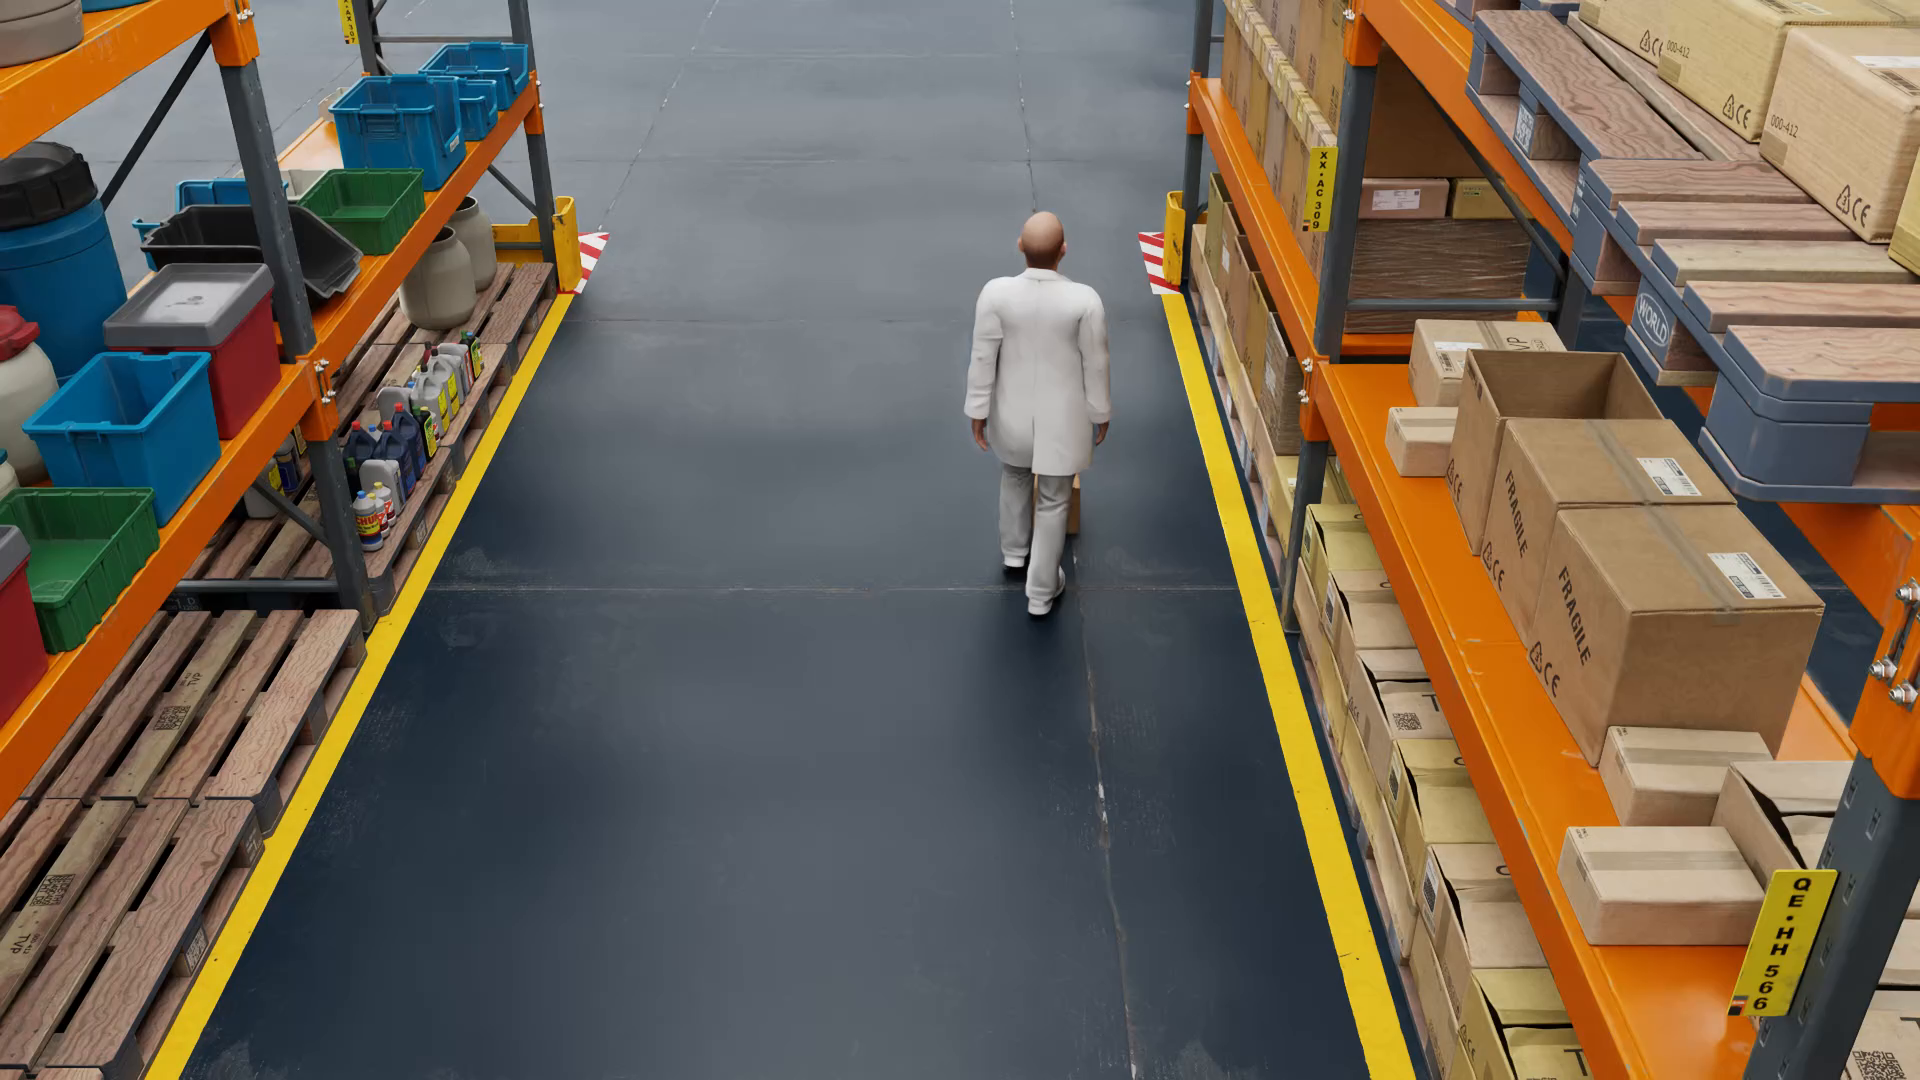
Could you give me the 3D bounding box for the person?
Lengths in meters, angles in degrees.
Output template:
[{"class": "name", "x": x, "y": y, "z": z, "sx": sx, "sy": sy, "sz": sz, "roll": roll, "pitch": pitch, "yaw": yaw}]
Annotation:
[{"class": "person", "x": 0.370, "y": -0.546, "z": 7.138, "sx": 0.611, "sy": 1.691, "sz": 0.683, "roll": 8, "pitch": 32, "yaw": 14}]
